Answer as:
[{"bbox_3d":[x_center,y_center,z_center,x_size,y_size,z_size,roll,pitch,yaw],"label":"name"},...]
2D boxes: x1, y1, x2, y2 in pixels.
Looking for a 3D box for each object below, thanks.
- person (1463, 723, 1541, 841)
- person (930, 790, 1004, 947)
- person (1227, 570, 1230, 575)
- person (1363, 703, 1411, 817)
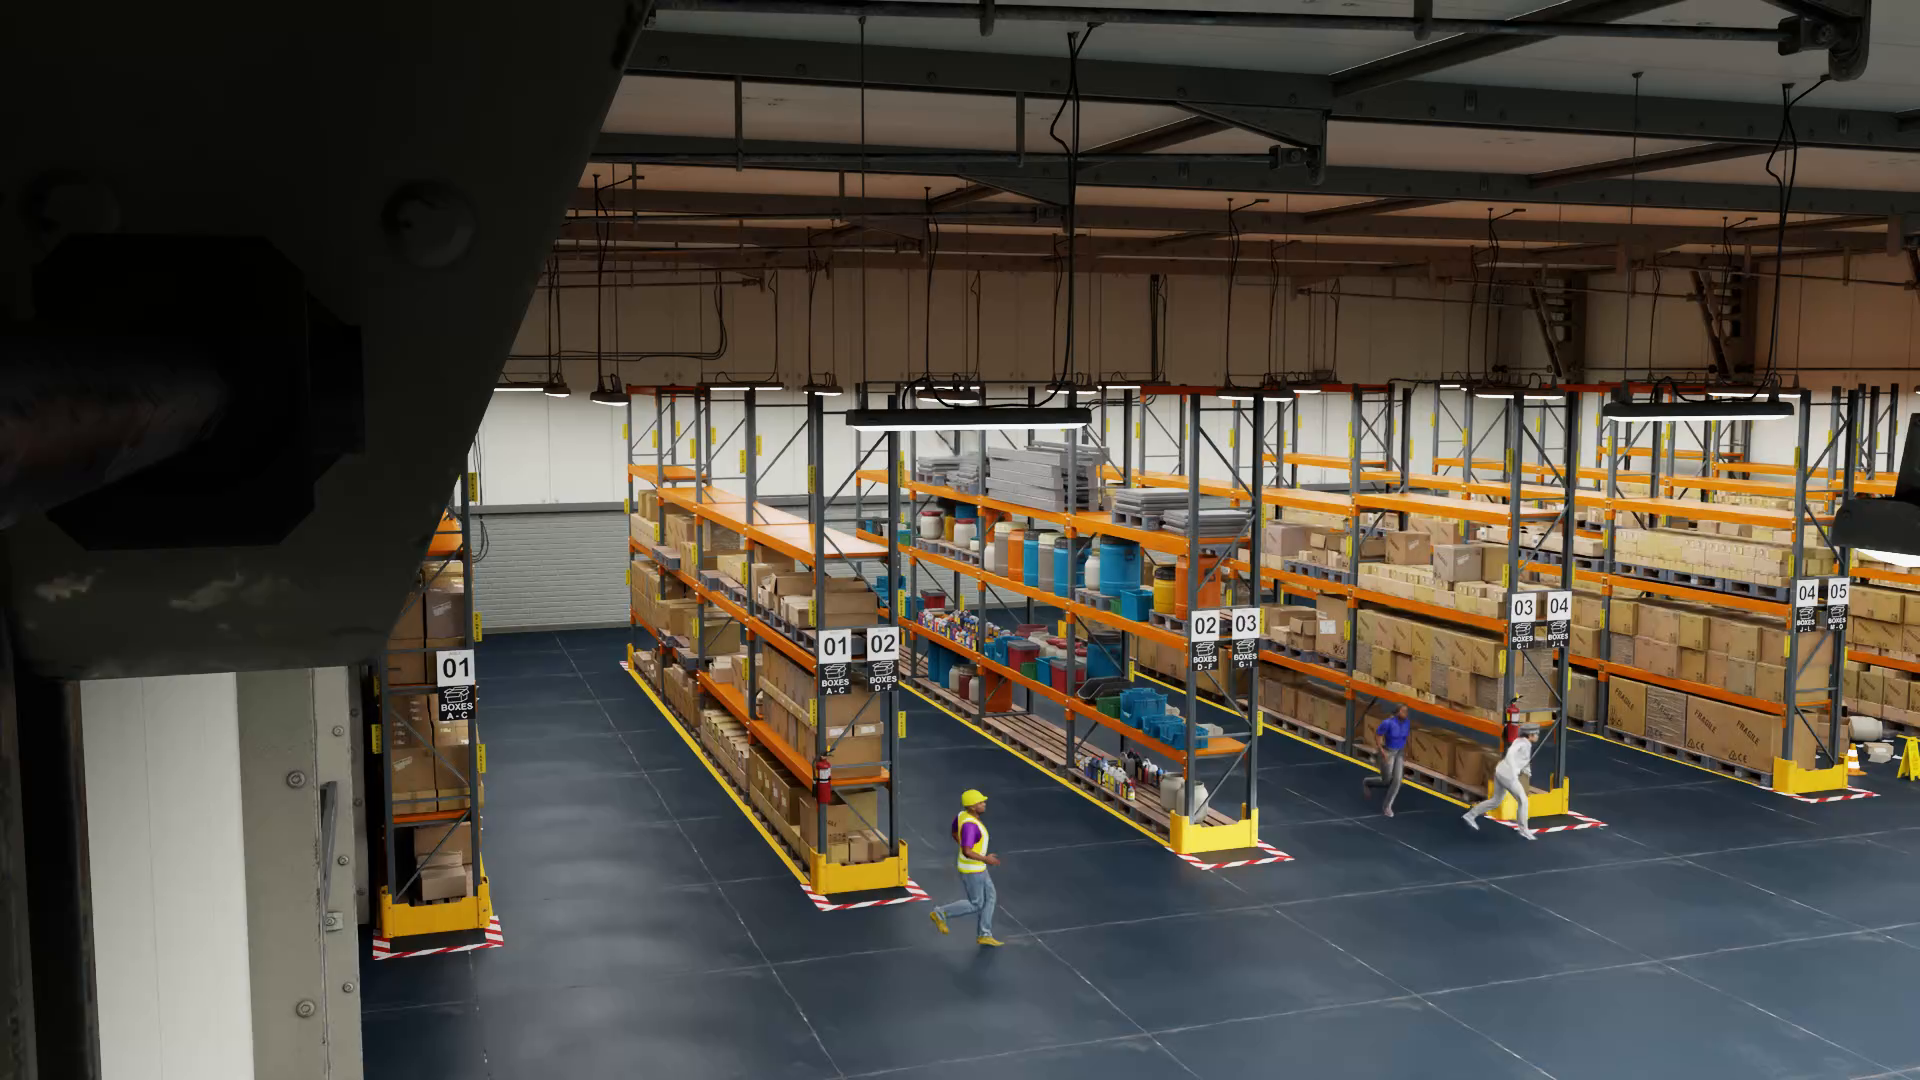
[{"bbox_3d":[7.308,3.256,22.370,0.942,1.628,0.655,1,6,13],"label":"person"},{"bbox_3d":[0.080,3.604,18.233,0.825,1.764,0.708,0,6,0],"label":"person"},{"bbox_3d":[6.252,1.513,38.581,0.737,1.686,0.561,-2,6,-18],"label":"person"},{"bbox_3d":[6.173,3.095,23.890,0.586,1.610,0.730,-3,7,-25],"label":"person"}]
